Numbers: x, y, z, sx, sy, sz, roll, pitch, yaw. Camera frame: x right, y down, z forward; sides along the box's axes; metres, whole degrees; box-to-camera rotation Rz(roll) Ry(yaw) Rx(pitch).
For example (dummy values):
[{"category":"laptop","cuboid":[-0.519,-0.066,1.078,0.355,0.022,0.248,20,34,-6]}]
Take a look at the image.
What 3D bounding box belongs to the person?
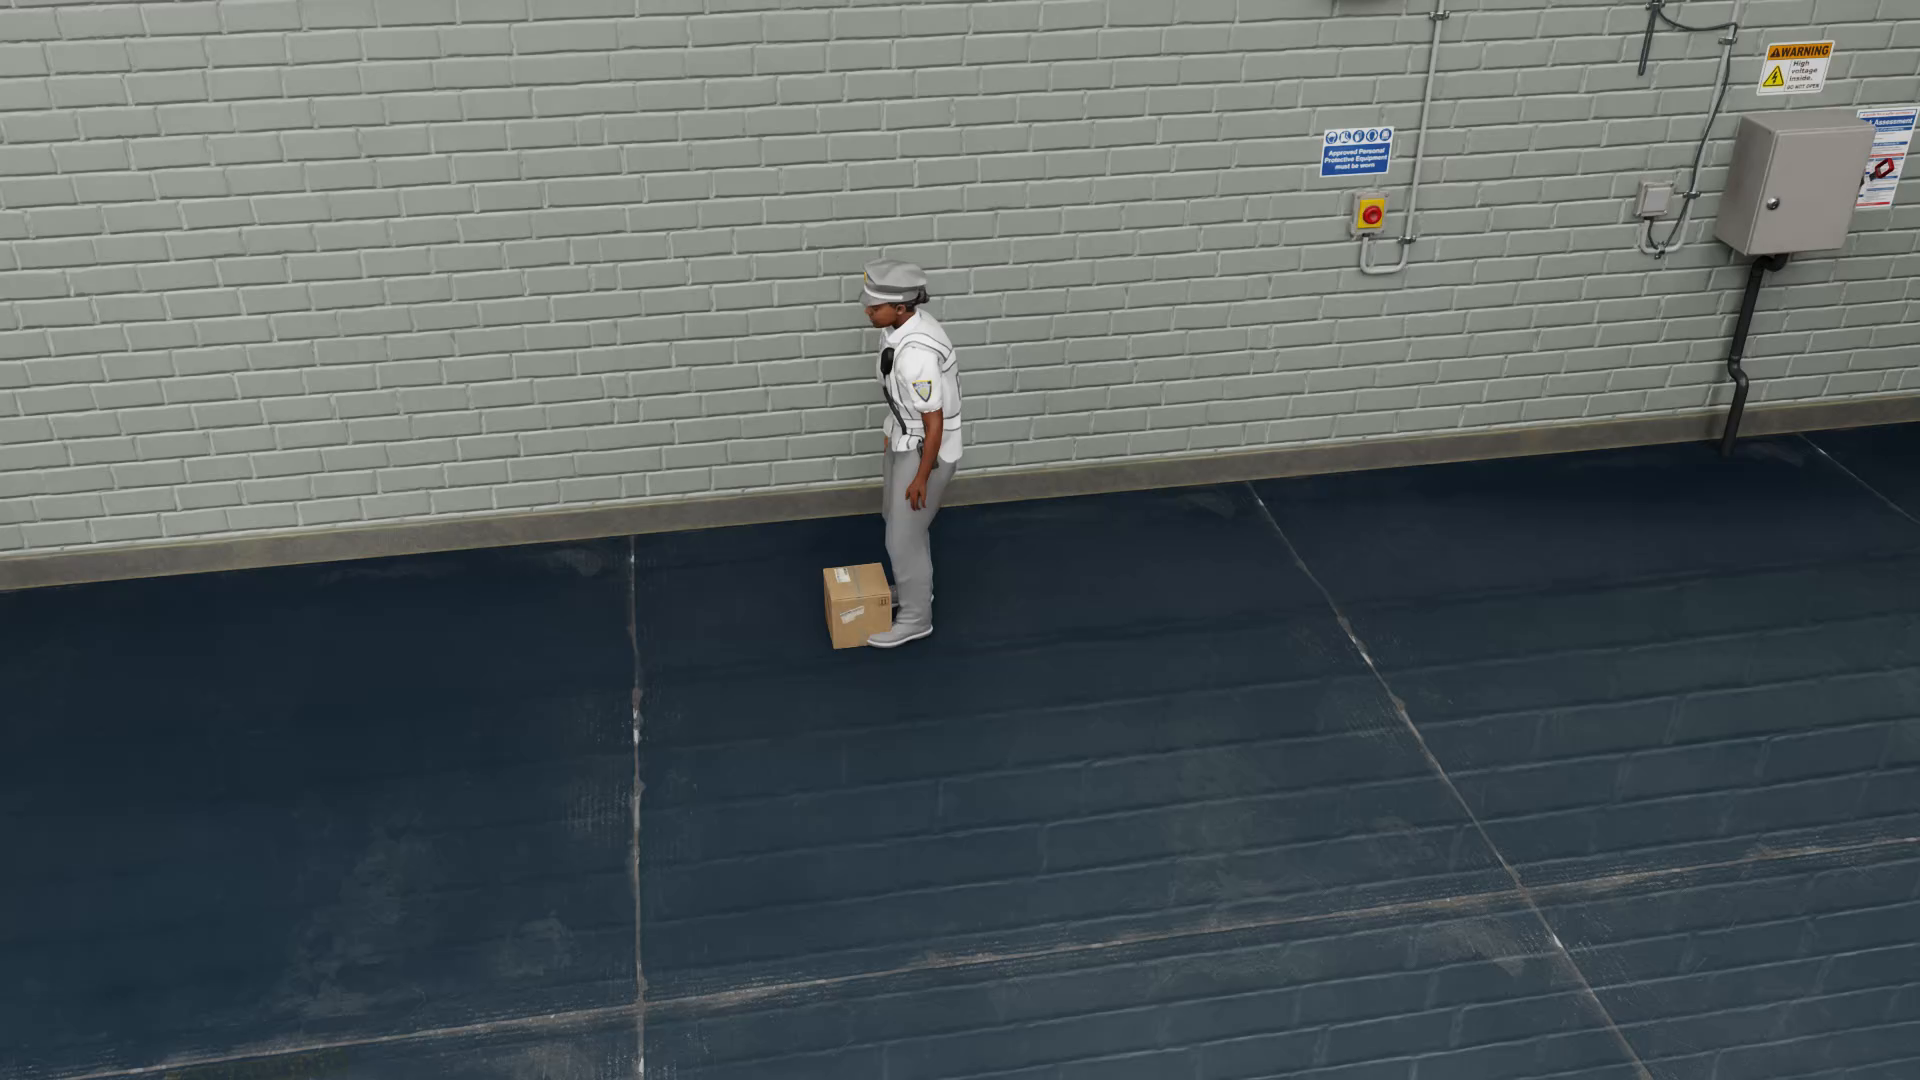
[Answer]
[{"category":"person","cuboid":[-0.216,-0.350,6.718,0.428,1.658,0.527,-7,32,-12]}]
